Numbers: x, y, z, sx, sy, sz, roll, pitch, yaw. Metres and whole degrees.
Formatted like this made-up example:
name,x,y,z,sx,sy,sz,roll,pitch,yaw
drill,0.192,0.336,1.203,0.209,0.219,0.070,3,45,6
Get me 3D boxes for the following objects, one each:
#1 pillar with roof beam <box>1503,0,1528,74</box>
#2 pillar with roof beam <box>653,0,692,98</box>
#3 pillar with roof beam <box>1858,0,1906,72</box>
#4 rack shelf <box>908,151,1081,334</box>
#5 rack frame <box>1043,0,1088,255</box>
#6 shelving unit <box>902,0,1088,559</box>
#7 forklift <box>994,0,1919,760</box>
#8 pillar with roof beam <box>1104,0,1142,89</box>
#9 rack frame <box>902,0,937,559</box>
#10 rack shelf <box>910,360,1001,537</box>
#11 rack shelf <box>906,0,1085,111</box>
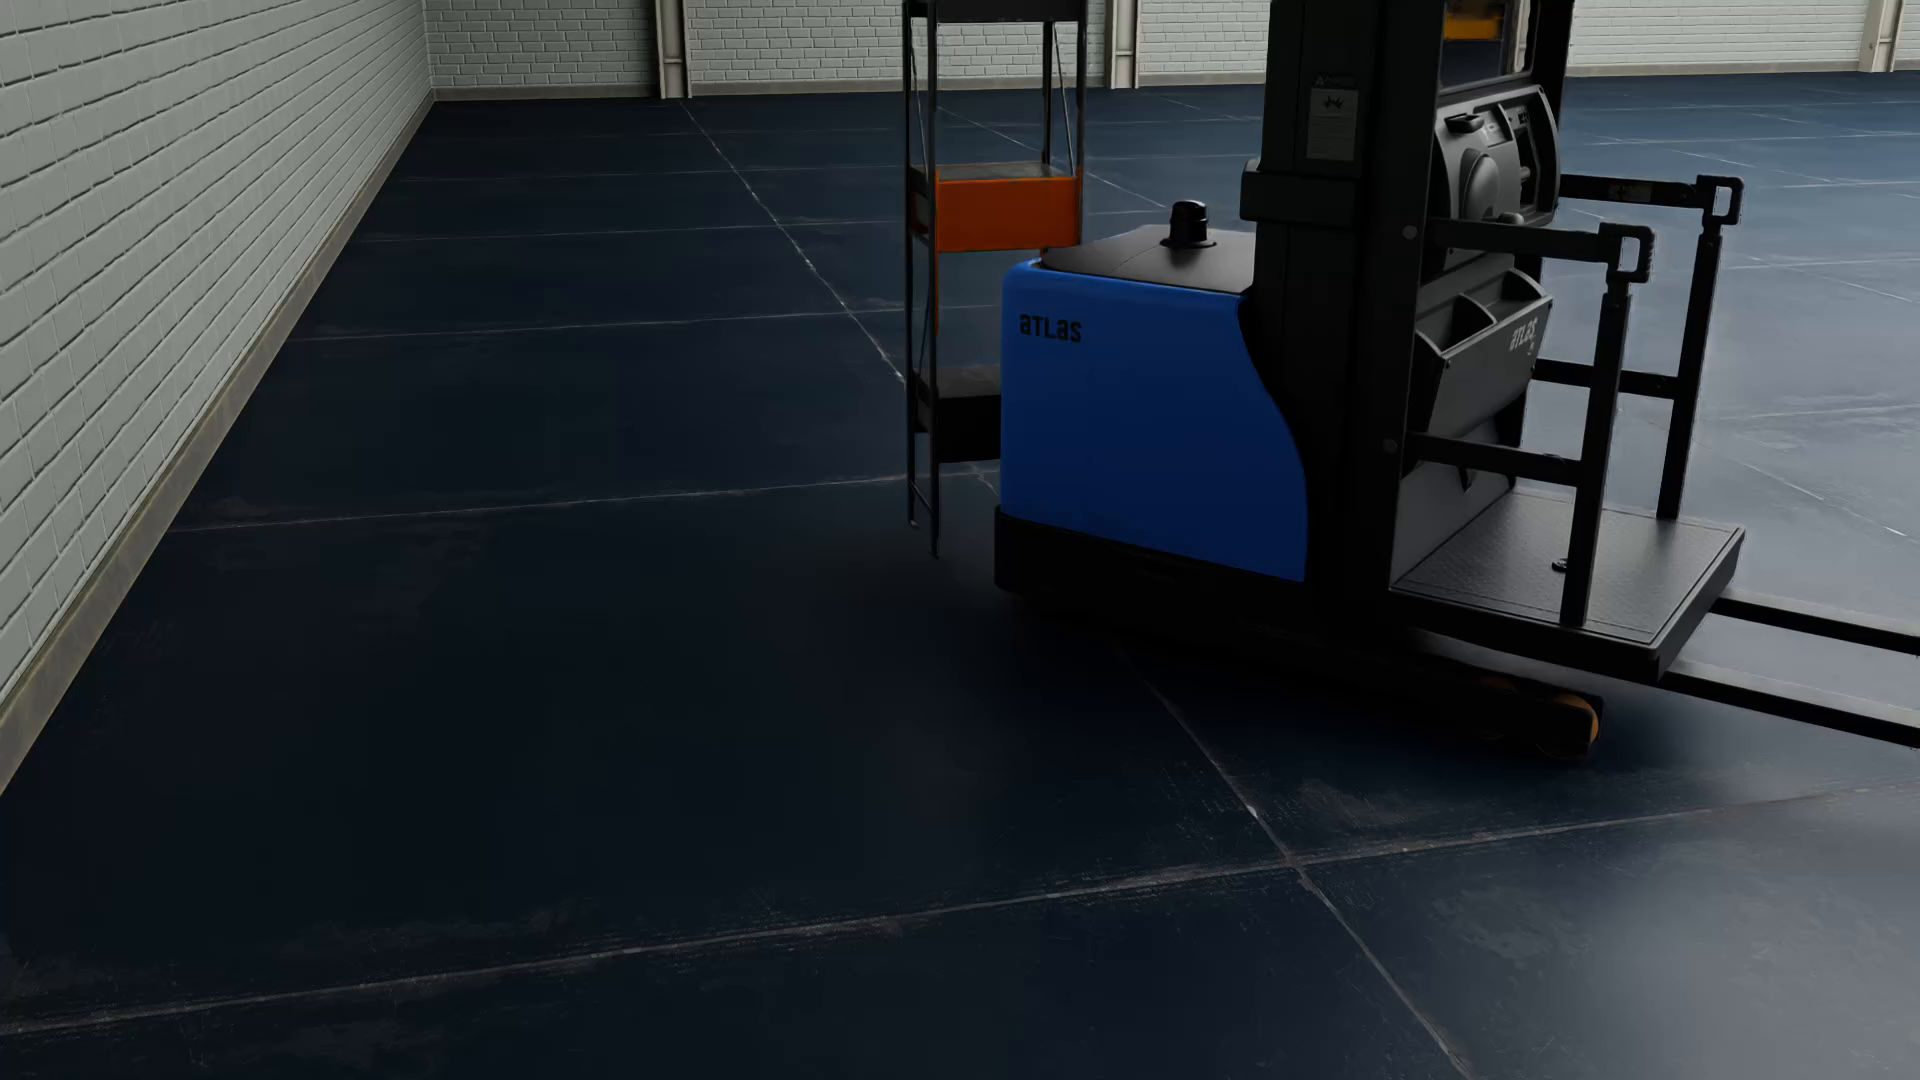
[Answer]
name,x,y,z,sx,sy,sz,roll,pitch,yaw
pillar with roof beam,9.021,-9.416,18.437,0.400,9.000,9.100,-5,21,-12
pillar with roof beam,-2.657,-8.466,15.844,0.400,9.000,9.100,-5,21,-12
pillar with roof beam,14.860,-9.891,19.733,0.400,9.000,9.100,-5,21,-12
rack shelf,0.104,-0.998,5.525,0.480,0.518,0.431,-5,21,-13
rack frame,0.340,-1.031,5.577,0.015,2.100,0.400,-5,21,-13
shelving unit,0.104,-1.010,5.520,0.503,2.100,0.431,-5,21,-13
forklift,1.609,-1.019,4.336,3.031,2.935,1.130,13,24,32
pillar with roof beam,3.182,-8.941,17.140,0.400,9.000,9.100,-5,21,-12
rack frame,-0.133,-0.990,5.464,0.015,2.100,0.400,-5,21,-13
rack shelf,0.104,-0.340,5.766,0.480,0.518,0.431,-5,21,-13
rack shelf,0.104,-1.655,5.284,0.480,0.518,0.431,-5,21,-13
